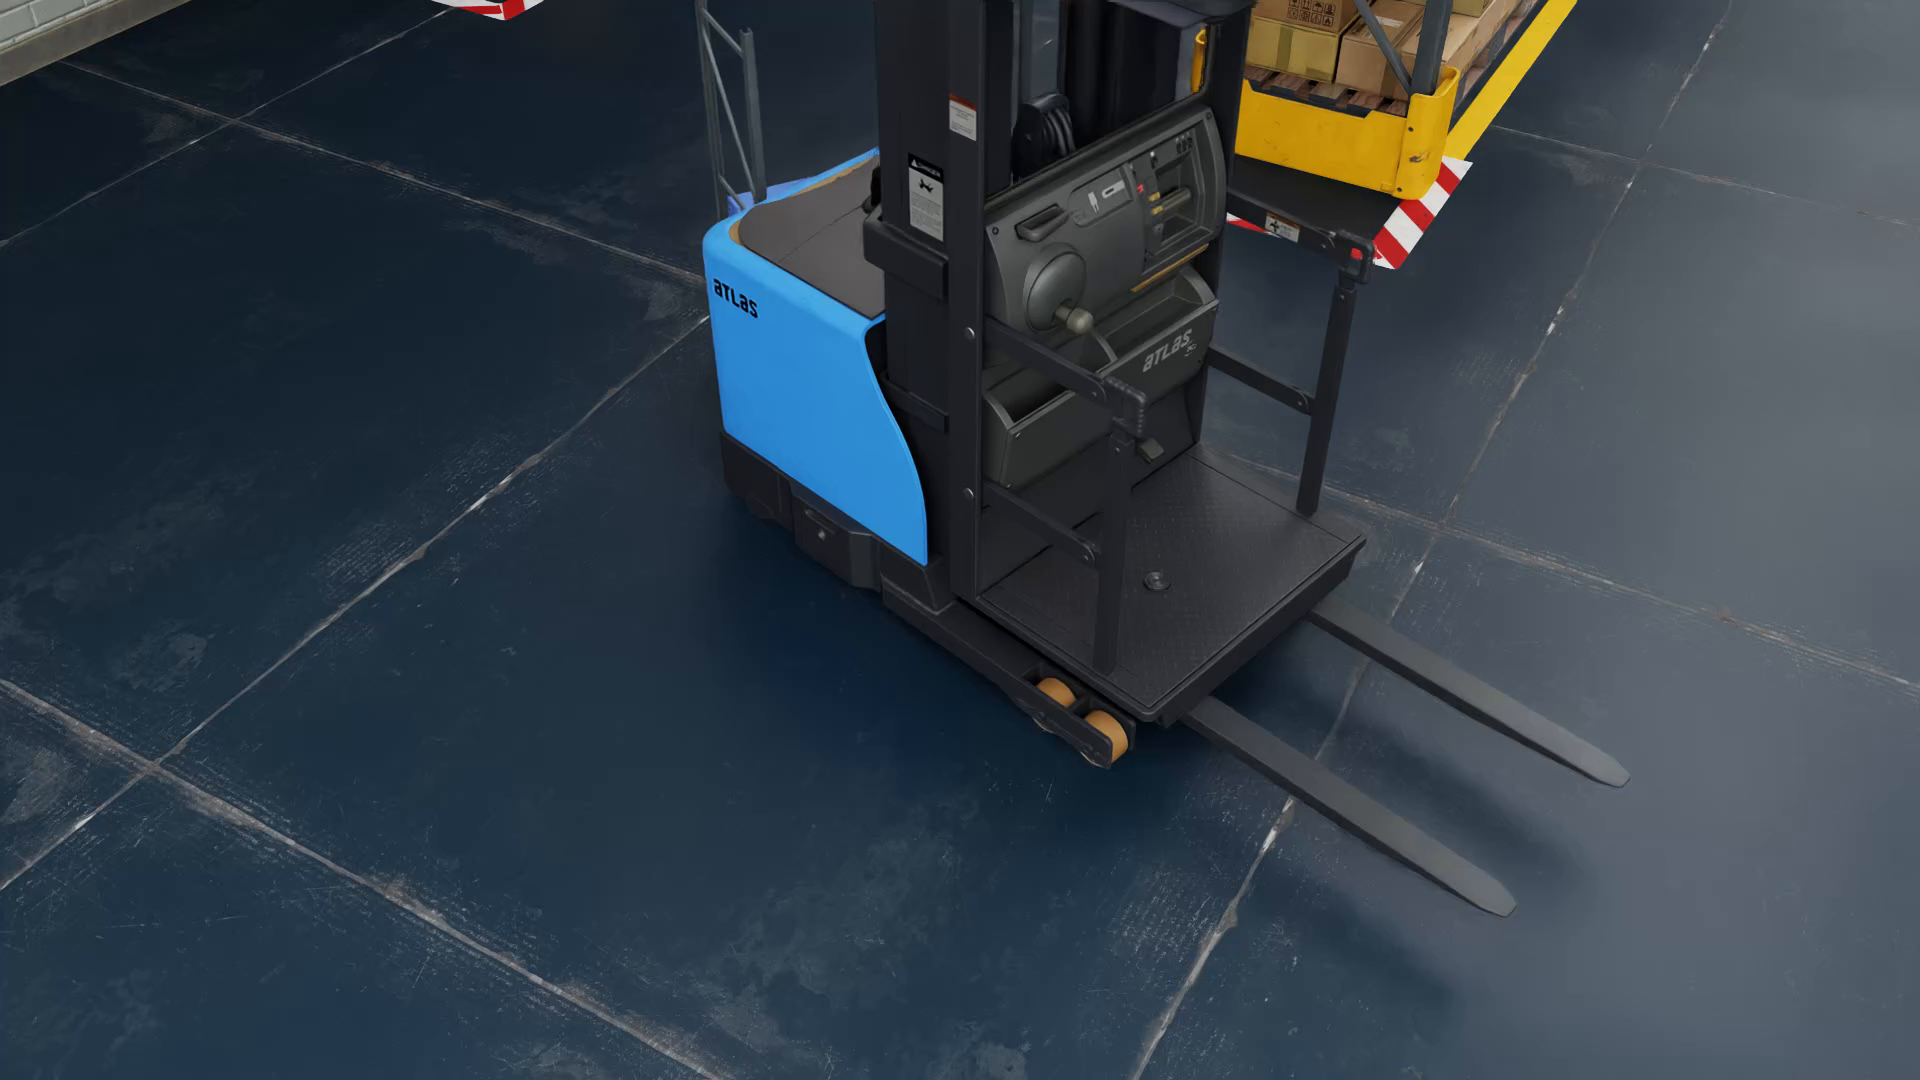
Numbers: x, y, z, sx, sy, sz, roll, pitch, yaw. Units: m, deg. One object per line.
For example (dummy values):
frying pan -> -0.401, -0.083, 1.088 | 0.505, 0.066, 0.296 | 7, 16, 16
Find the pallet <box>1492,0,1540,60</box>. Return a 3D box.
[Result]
pallet -> 2.610, -3.045, 9.048 | 1.003, 0.211, 1.213 | 21, 45, 22

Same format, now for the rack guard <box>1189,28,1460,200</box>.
rack guard -> 1.640, -1.993, 7.635 | 1.175, 0.500, 0.348 | 21, 45, 22

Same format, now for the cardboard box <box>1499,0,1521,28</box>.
cardboard box -> 2.610, -2.877, 8.510 | 0.500, 0.250, 0.500 | 21, 45, 22

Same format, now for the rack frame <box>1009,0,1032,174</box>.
rack frame -> 0.122, -1.505, 6.324 | 0.032, 1.500, 0.500 | -18, 45, -20

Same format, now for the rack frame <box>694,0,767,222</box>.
rack frame -> -0.787, -1.204, 5.982 | 0.032, 1.500, 0.500 | -18, 45, -20

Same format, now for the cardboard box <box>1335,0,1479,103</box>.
cardboard box -> 2.113, -2.304, 7.859 | 0.500, 0.250, 0.500 | 21, 45, 22

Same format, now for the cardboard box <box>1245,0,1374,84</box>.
cardboard box -> 1.664, -2.475, 8.054 | 0.500, 0.250, 0.500 | 21, 45, 22

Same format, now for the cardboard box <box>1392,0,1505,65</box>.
cardboard box -> 2.360, -2.591, 8.186 | 0.500, 0.250, 0.500 | 21, 45, 22

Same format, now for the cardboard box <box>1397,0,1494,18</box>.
cardboard box -> 2.361, -2.872, 7.937 | 0.500, 0.500, 0.500 | 21, 45, 22

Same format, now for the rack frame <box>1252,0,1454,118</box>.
rack frame -> 1.652, -2.945, 6.824 | 1.000, 3.000, 0.127 | 21, 45, 22

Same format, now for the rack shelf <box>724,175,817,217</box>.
rack shelf -> -0.333, -1.220, 6.272 | 1.000, 0.185, 0.538 | -18, 45, -20

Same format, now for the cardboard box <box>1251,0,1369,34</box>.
cardboard box -> 1.662, -2.757, 7.807 | 0.500, 0.500, 0.500 | 21, 45, 22

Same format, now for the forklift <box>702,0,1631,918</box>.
forklift -> 0.569, -0.815, 4.457 | 3.031, 2.935, 1.130 | 33, 51, 32

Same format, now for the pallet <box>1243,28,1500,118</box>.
pallet -> 1.998, -2.350, 8.259 | 1.003, 0.211, 1.213 | 21, 45, 22

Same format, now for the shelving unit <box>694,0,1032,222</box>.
shelving unit -> -0.333, -1.355, 6.153 | 1.048, 1.500, 0.538 | -18, 45, -20

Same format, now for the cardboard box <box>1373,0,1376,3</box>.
cardboard box -> 1.904, -2.765, 8.383 | 0.500, 0.250, 0.500 | 21, 45, 22
